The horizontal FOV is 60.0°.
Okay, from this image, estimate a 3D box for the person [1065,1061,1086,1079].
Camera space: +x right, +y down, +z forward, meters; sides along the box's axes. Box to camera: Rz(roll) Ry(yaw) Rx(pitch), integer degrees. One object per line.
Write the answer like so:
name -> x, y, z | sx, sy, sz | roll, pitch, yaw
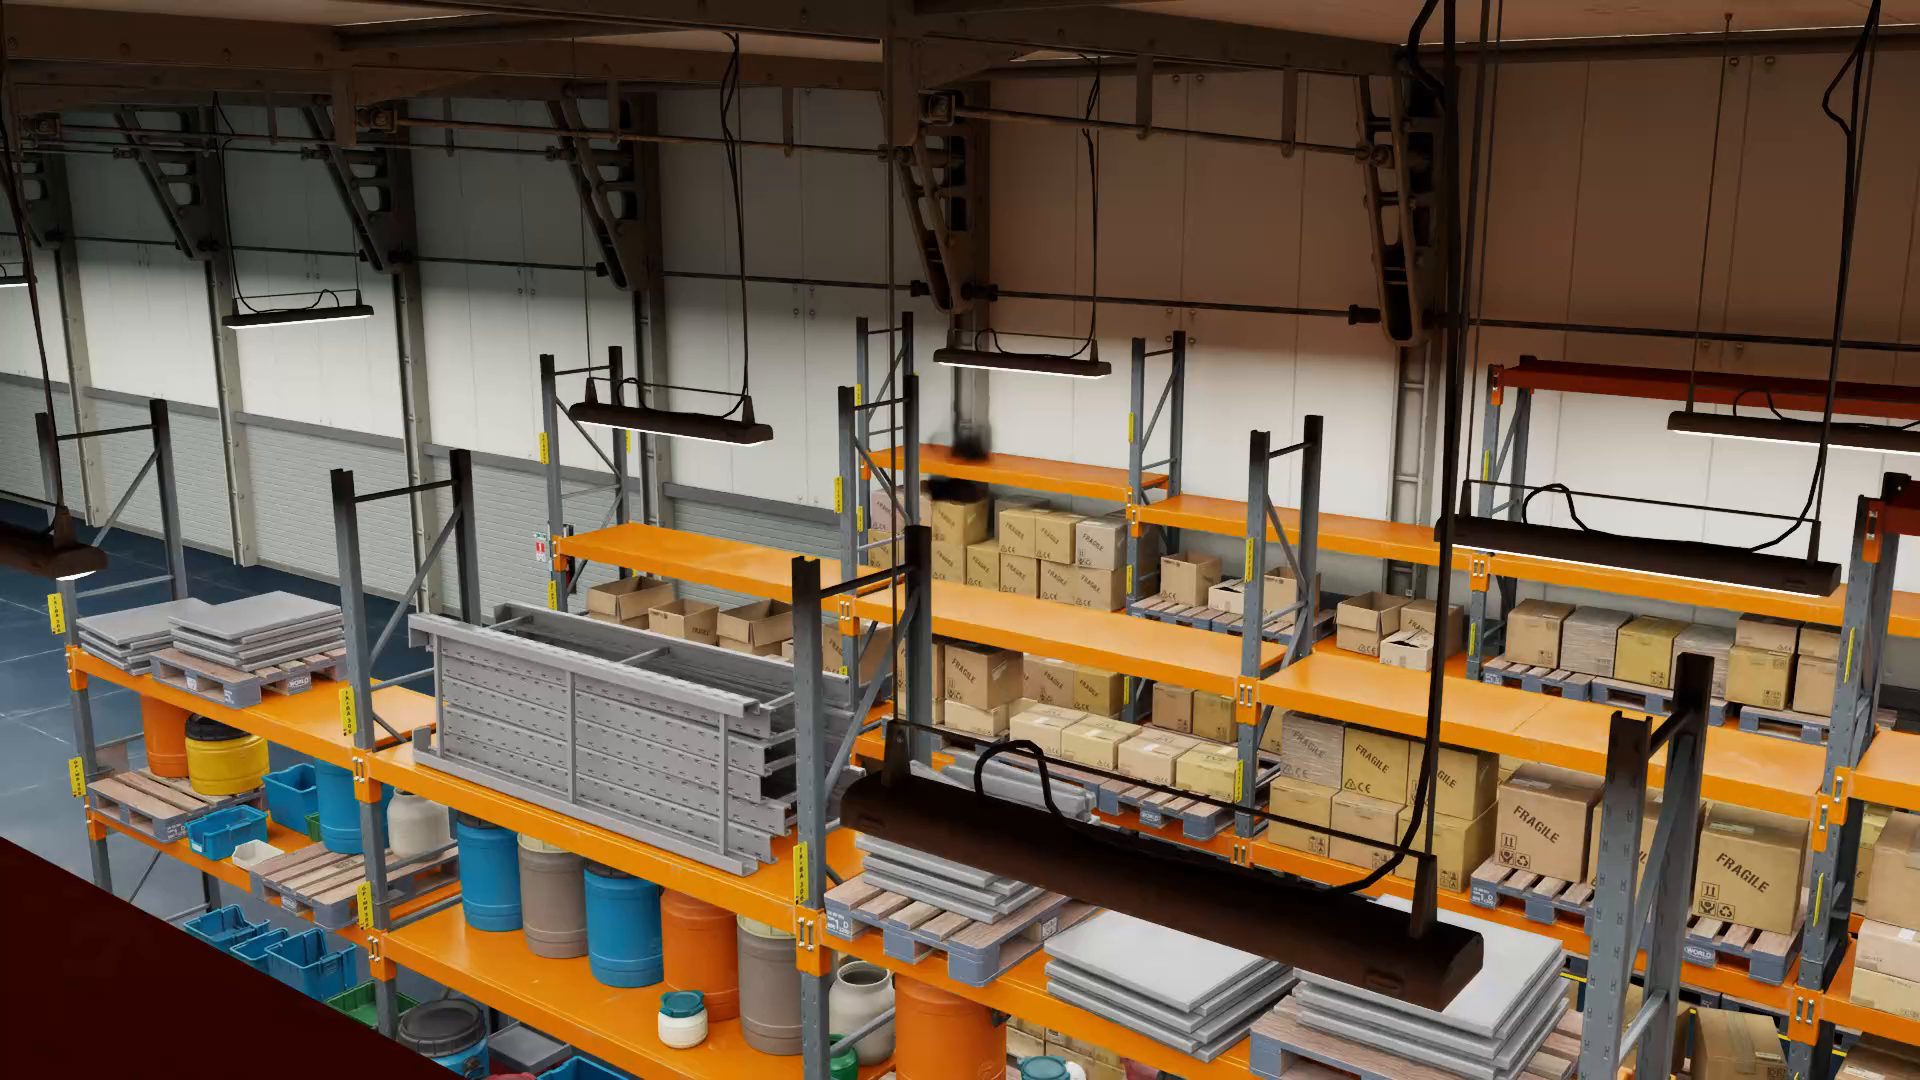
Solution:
person -> 0.800, 4.530, 11.870 | 0.727, 1.752, 0.688 | 6, 15, 26
